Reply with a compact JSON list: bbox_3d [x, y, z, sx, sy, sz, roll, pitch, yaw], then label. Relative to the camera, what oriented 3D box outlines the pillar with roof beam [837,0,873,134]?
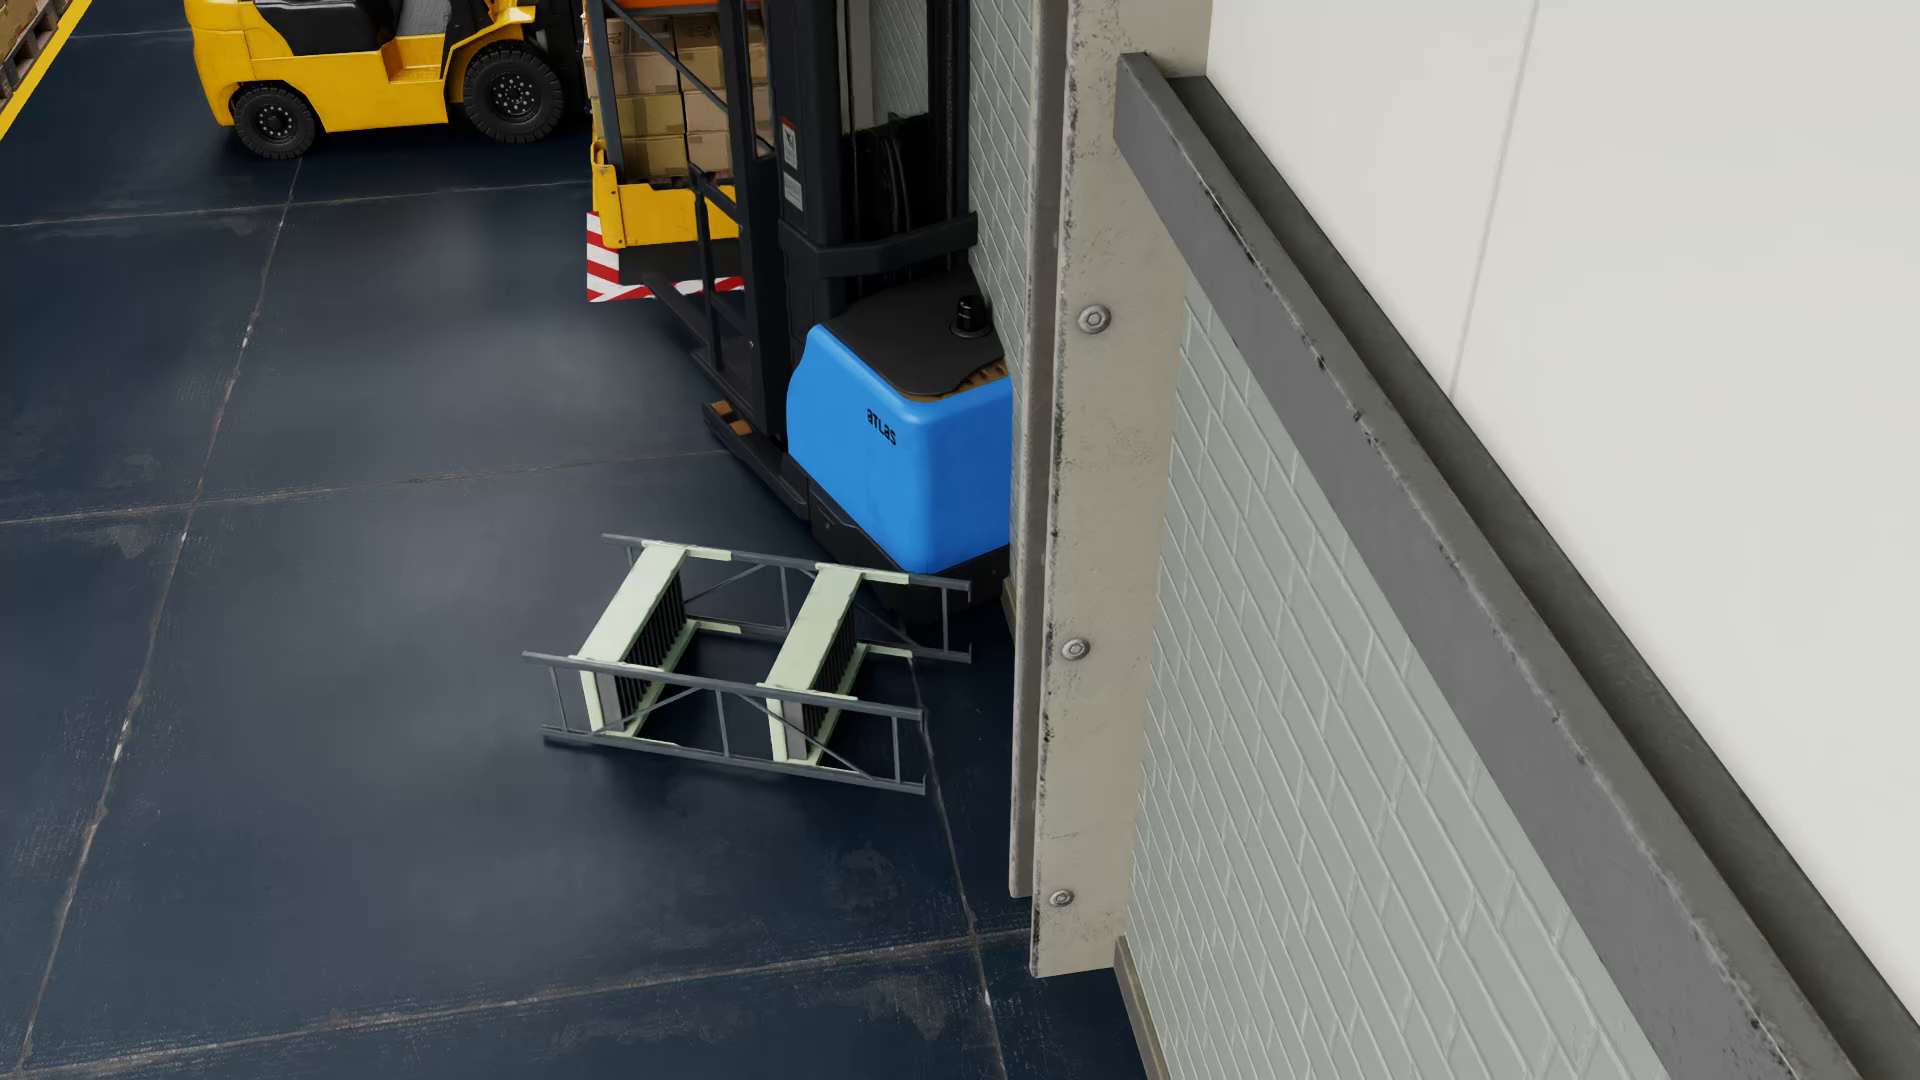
[{"bbox_3d":[-4.937,-5.424,6.897,9.100,9.000,0.400,-6,38,-8],"label":"pillar with roof beam"}]

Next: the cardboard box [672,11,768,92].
[{"bbox_3d":[-1.362,-2.786,9.475,0.500,0.250,0.500,-7,38,-9],"label":"cardboard box"}]

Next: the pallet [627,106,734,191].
[{"bbox_3d":[-1.639,-2.357,10.112,1.003,0.211,1.213,-6,38,-8],"label":"pallet"}]

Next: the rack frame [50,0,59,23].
[{"bbox_3d":[-7.051,-4.881,11.087,1.000,3.000,0.127,-6,38,-8],"label":"rack frame"}]

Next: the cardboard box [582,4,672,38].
[{"bbox_3d":[-1.947,-3.028,9.786,0.500,0.250,0.500,-6,38,-7],"label":"cardboard box"}]

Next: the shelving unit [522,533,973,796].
[{"bbox_3d":[-0.770,0.446,6.296,1.500,0.431,0.755,7,38,11],"label":"shelving unit"}]

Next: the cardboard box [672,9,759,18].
[{"bbox_3d":[-1.453,-3.088,9.863,0.500,0.250,0.500,-6,38,-8],"label":"cardboard box"}]

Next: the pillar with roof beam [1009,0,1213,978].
[{"bbox_3d":[-3.885,-1.800,2.232,9.100,9.000,0.400,-6,38,-8],"label":"pillar with roof beam"}]

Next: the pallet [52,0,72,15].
[{"bbox_3d":[-7.189,-4.249,12.548,1.003,0.211,1.213,-6,38,-8],"label":"pallet"}]

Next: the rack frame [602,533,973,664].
[{"bbox_3d":[-0.686,0.230,6.579,1.500,0.400,0.023,7,38,11],"label":"rack frame"}]

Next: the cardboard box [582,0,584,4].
[{"bbox_3d":[-2.045,-3.332,10.177,0.500,0.250,0.500,-6,38,-7],"label":"cardboard box"}]

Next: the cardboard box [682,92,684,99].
[{"bbox_3d":[-1.441,-2.886,10.012,0.500,0.250,0.500,-7,38,-8],"label":"cardboard box"}]

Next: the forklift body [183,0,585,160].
[{"bbox_3d":[-3.593,-3.615,10.150,2.313,2.155,1.214,-6,38,-8],"label":"forklift body"}]

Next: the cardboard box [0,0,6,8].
[{"bbox_3d":[-6.593,-3.621,10.754,0.500,0.500,0.500,-6,38,-7],"label":"cardboard box"}]

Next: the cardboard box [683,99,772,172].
[{"bbox_3d":[-1.358,-2.398,9.791,0.500,0.250,0.500,-6,38,-8],"label":"cardboard box"}]

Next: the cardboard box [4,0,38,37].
[{"bbox_3d":[-6.683,-3.632,11.379,0.500,0.250,0.500,-5,38,-6],"label":"cardboard box"}]

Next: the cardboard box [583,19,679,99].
[{"bbox_3d":[-1.852,-2.720,9.390,0.500,0.250,0.500,-5,38,-6],"label":"cardboard box"}]

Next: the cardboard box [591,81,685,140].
[{"bbox_3d":[-1.857,-2.538,9.564,0.500,0.250,0.500,-7,38,-9],"label":"cardboard box"}]

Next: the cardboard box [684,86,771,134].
[{"bbox_3d":[-1.342,-2.584,9.623,0.500,0.250,0.500,-6,38,-7],"label":"cardboard box"}]

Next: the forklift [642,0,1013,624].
[{"bbox_3d":[-0.559,-1.692,7.039,1.130,2.935,3.031,-22,43,-25],"label":"forklift"}]

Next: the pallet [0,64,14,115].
[{"bbox_3d":[-6.682,-2.639,10.475,1.003,0.211,1.213,-6,38,-8],"label":"pallet"}]

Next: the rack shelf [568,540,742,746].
[{"bbox_3d":[-1.149,0.398,6.372,0.370,0.431,0.720,7,38,11],"label":"rack shelf"}]

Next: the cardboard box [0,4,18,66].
[{"bbox_3d":[-6.580,-3.312,10.967,0.500,0.250,0.500,-7,38,-9],"label":"cardboard box"}]

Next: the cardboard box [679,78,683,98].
[{"bbox_3d":[-1.934,-2.843,9.955,0.500,0.250,0.500,-7,38,-8],"label":"cardboard box"}]

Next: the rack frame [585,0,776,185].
[{"bbox_3d":[-1.464,-3.001,8.667,1.000,3.000,0.127,-6,38,-8],"label":"rack frame"}]

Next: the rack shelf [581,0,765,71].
[{"bbox_3d":[-1.815,-3.925,10.443,1.077,0.370,4.000,-6,38,-8],"label":"rack shelf"}]

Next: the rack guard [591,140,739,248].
[{"bbox_3d":[-1.460,-1.999,9.416,1.175,0.500,0.348,-6,38,-8],"label":"rack guard"}]

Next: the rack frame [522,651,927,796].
[{"bbox_3d":[-0.854,0.661,6.012,1.500,0.400,0.023,7,38,11],"label":"rack frame"}]

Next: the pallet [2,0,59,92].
[{"bbox_3d":[-6.899,-3.377,11.425,1.003,0.211,1.213,-6,38,-8],"label":"pallet"}]

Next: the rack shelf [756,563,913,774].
[{"bbox_3d":[-0.452,0.486,6.232,0.370,0.431,0.720,7,38,11],"label":"rack shelf"}]

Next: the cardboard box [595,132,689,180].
[{"bbox_3d":[-1.857,-2.330,9.704,0.500,0.250,0.500,-6,38,-8],"label":"cardboard box"}]

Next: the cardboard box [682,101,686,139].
[{"bbox_3d":[-1.935,-2.632,10.092,0.500,0.250,0.500,-6,38,-8],"label":"cardboard box"}]
